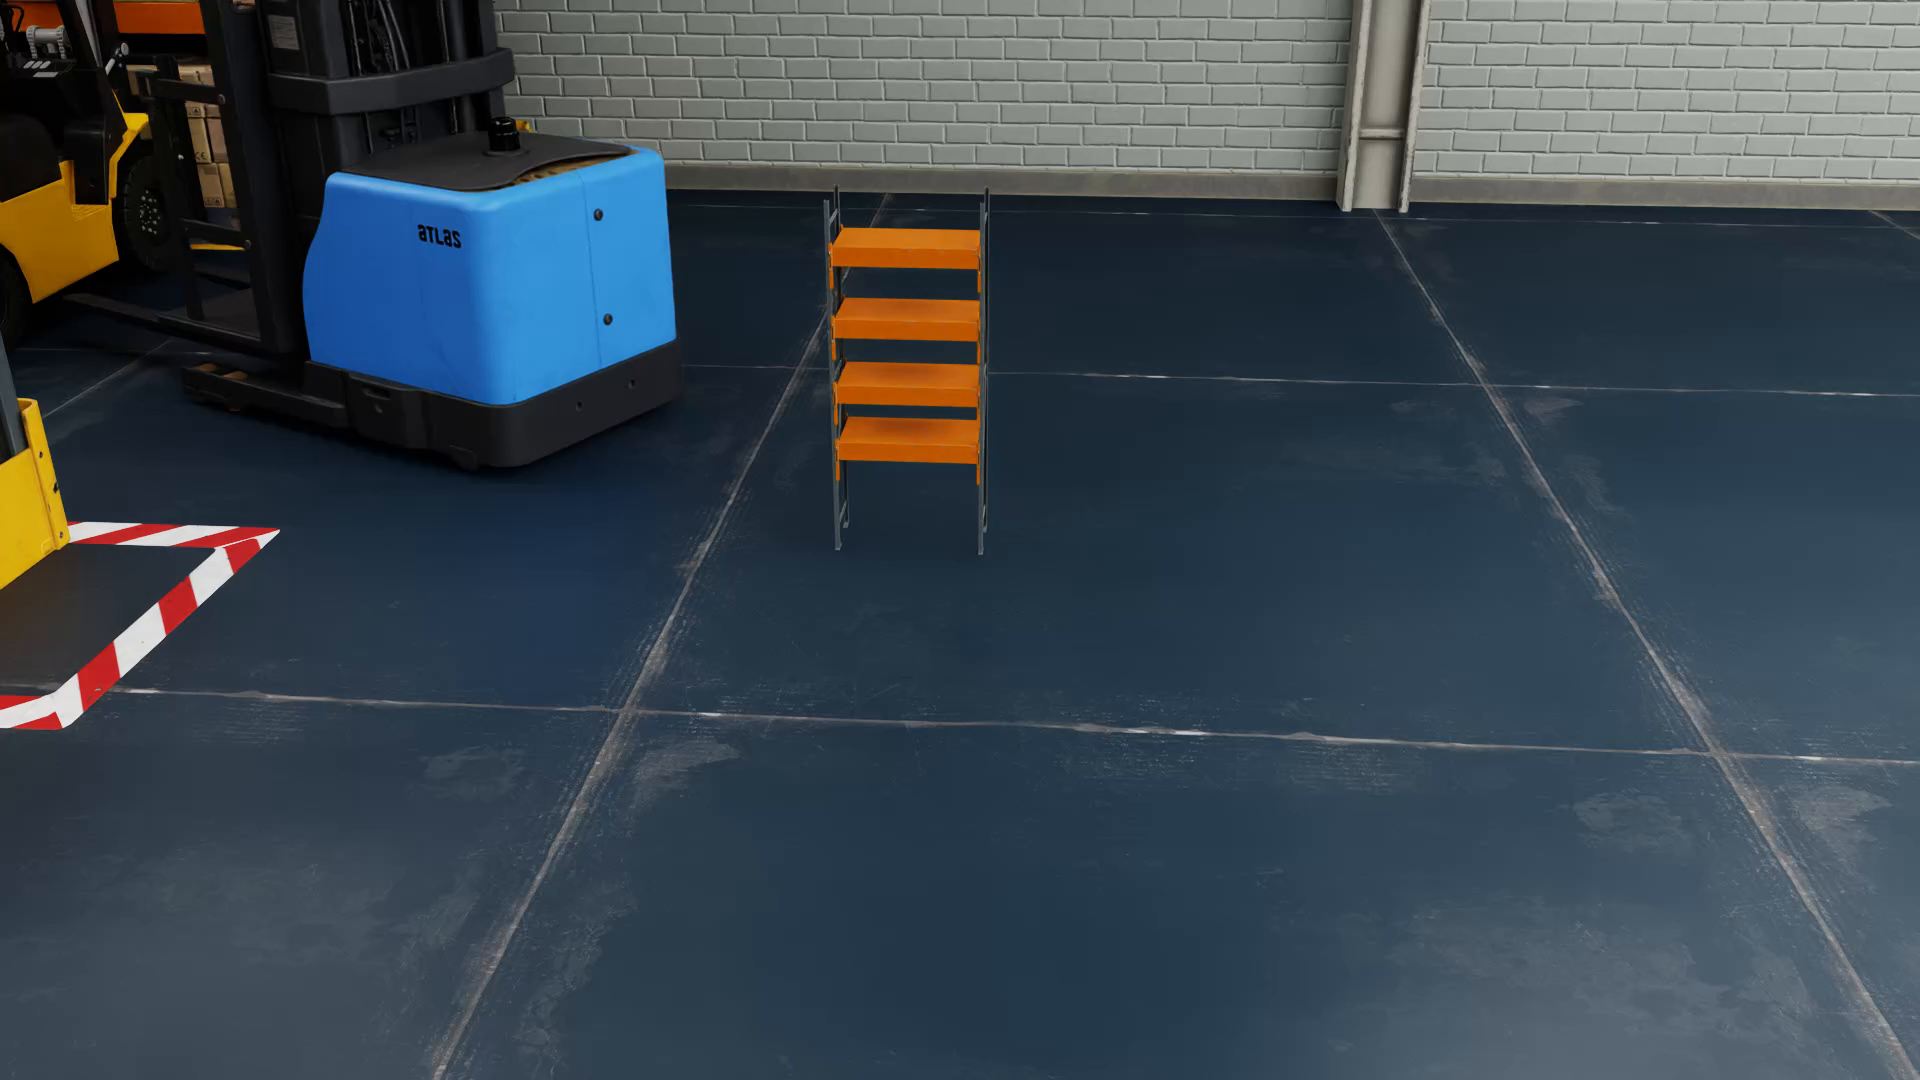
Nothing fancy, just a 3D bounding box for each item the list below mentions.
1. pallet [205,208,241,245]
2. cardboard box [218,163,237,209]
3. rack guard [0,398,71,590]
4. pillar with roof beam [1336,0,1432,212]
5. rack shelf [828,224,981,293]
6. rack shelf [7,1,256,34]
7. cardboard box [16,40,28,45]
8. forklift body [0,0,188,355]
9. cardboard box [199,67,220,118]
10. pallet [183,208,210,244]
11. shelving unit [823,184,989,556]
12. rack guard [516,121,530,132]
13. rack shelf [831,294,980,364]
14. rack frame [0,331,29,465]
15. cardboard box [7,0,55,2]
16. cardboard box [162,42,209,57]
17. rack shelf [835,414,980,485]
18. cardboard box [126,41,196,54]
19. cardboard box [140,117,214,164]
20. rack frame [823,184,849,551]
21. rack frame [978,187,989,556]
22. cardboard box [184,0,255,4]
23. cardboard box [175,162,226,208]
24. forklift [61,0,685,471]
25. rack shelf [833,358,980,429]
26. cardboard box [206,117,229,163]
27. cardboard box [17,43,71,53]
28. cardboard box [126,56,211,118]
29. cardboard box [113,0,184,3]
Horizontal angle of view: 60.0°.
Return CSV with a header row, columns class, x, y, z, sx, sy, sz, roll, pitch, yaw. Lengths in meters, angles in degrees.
class,x,y,z,sx,sy,sz,roll,pitch,yaw
pallet,-3.599,-1.950,9.735,1.213,0.211,1.003,2,25,4
cardboard box,-3.821,-2.054,9.413,0.500,0.250,0.500,2,25,4
rack guard,-3.285,-0.008,5.168,0.348,0.500,1.175,2,25,4
pillar with roof beam,2.195,-4.347,4.431,0.400,9.000,9.100,2,25,4
rack shelf,-0.165,-0.907,5.346,0.480,0.148,0.258,2,25,4
rack shelf,-4.827,-2.947,9.426,4.000,0.370,1.077,2,25,4
cardboard box,-5.809,-2.788,9.812,0.500,0.250,0.500,1,25,3
forklift body,-4.863,-2.124,7.794,1.214,2.155,2.313,2,25,4
cardboard box,-3.826,-2.504,9.194,0.500,0.250,0.500,2,25,5
pallet,-4.812,-1.990,9.822,1.213,0.211,1.003,2,25,4
shelving unit,-0.165,-0.550,5.511,0.503,1.200,0.258,2,25,4
rack guard,-2.809,-2.073,9.658,0.348,0.500,1.175,2,25,4
rack shelf,-0.165,-0.692,5.445,0.480,0.148,0.258,2,25,4
rack frame,-3.209,-1.141,4.640,0.127,3.000,1.000,2,25,4
cardboard box,-4.873,-3.210,9.017,0.500,0.500,0.500,2,25,4
cardboard box,-4.294,-2.735,9.696,0.500,0.250,0.500,2,25,4
rack shelf,-0.165,-0.309,5.622,0.480,0.148,0.258,2,25,4
cardboard box,-4.804,-2.754,9.737,0.500,0.250,0.500,1,25,3
cardboard box,-4.358,-2.292,9.331,0.500,0.250,0.500,1,25,3
rack frame,-0.408,-0.558,5.528,0.015,1.200,0.240,2,25,4
rack frame,0.078,-0.543,5.494,0.015,1.200,0.240,2,25,4
cardboard box,-3.860,-3.182,8.957,0.500,0.500,0.500,3,25,6
cardboard box,-4.319,-2.074,9.456,0.500,0.250,0.500,2,25,5
forklift,-2.670,-2.035,6.666,3.031,2.935,1.130,14,28,28
rack shelf,-0.165,-0.489,5.539,0.480,0.148,0.258,2,25,4
cardboard box,-3.842,-2.284,9.315,0.500,0.250,0.500,2,25,3
cardboard box,-5.306,-2.767,9.765,0.500,0.250,0.500,2,25,4
cardboard box,-4.329,-2.516,9.220,0.500,0.250,0.500,2,25,5
cardboard box,-4.371,-3.198,8.992,0.500,0.500,0.500,1,25,3
